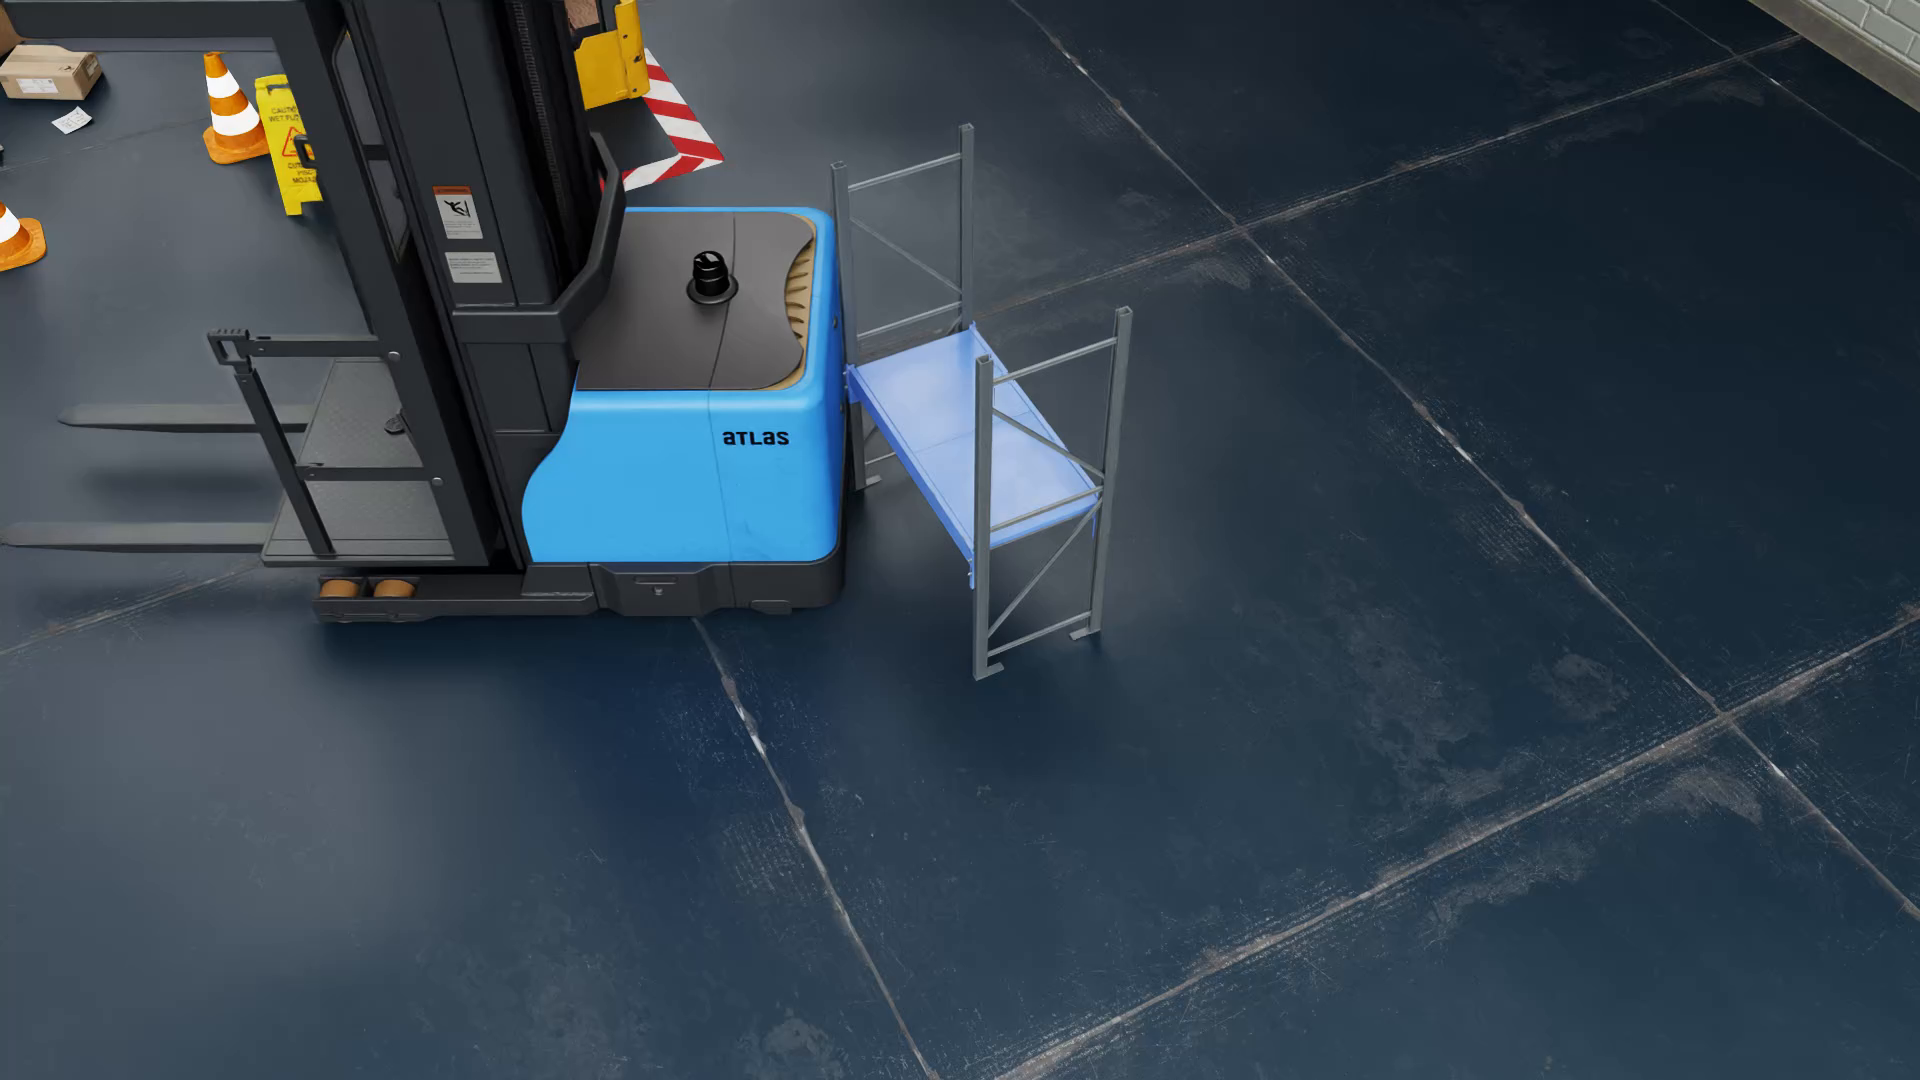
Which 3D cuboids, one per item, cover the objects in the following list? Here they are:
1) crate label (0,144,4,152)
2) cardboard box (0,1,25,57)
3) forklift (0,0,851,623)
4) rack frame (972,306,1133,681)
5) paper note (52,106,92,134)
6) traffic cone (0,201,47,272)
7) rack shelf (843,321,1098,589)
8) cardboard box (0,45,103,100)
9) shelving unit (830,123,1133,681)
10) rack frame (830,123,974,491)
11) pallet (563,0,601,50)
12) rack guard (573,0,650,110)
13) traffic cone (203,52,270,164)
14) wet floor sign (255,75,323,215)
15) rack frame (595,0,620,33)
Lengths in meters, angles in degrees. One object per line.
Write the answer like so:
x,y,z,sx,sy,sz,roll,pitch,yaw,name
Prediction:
-4.657,-1.847,7.775,0.298,0.136,0.250,26,54,21,crate label
-5.122,-2.533,8.131,0.637,0.503,0.797,18,51,15,cardboard box
-1.936,-1.068,5.237,3.031,2.935,1.130,0,49,0,forklift
0.274,-0.096,5.337,0.500,1.500,0.032,-21,52,-17,rack frame
-4.270,-2.021,7.997,0.142,0.019,0.148,35,57,27,paper note
-4.242,-1.450,7.211,0.336,0.463,0.334,-21,52,-18,traffic cone
0.045,-0.319,5.771,0.538,0.185,1.000,-21,52,-17,rack shelf
-4.463,-2.294,8.157,0.380,0.149,0.250,2,49,2,cardboard box
0.045,-0.437,5.636,0.538,1.500,1.048,-21,52,-17,shelving unit
-0.184,-0.779,5.935,0.500,1.500,0.032,-21,52,-17,rack frame
-2.442,-2.740,8.506,1.003,0.211,1.213,-21,52,-18,pallet
-2.102,-2.279,7.911,1.175,0.500,0.348,-21,52,-18,rack guard
-3.411,-2.060,7.744,0.336,0.463,0.334,-21,52,-18,traffic cone
-2.932,-1.781,7.379,0.267,0.644,0.232,-5,49,-5,wet floor sign
-2.067,-3.051,6.926,1.000,3.000,0.127,-21,52,-18,rack frame
